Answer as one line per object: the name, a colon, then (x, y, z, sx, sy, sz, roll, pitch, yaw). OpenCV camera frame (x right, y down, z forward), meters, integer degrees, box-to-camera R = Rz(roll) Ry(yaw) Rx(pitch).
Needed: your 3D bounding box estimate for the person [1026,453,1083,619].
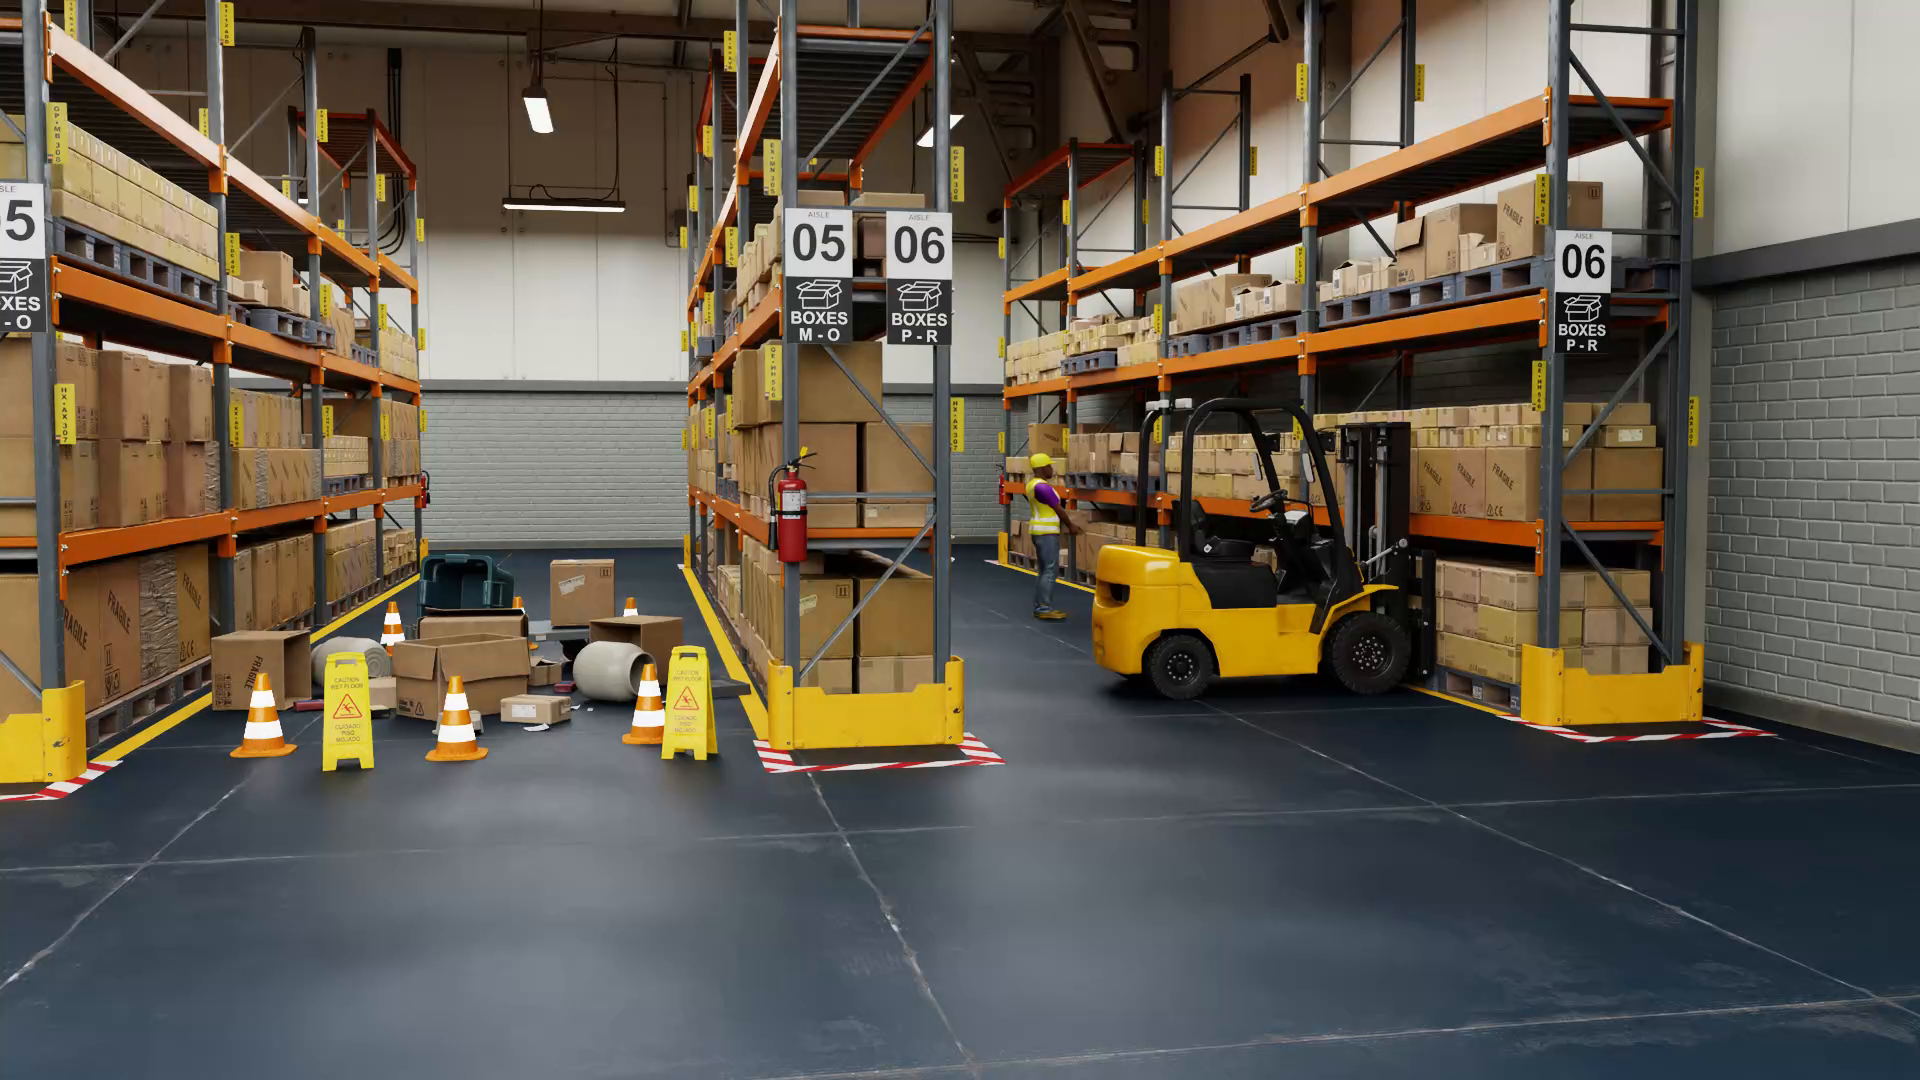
person: (1.006, -0.046, 17.803, 0.574, 1.760, 0.504, -1, 3, -10)
